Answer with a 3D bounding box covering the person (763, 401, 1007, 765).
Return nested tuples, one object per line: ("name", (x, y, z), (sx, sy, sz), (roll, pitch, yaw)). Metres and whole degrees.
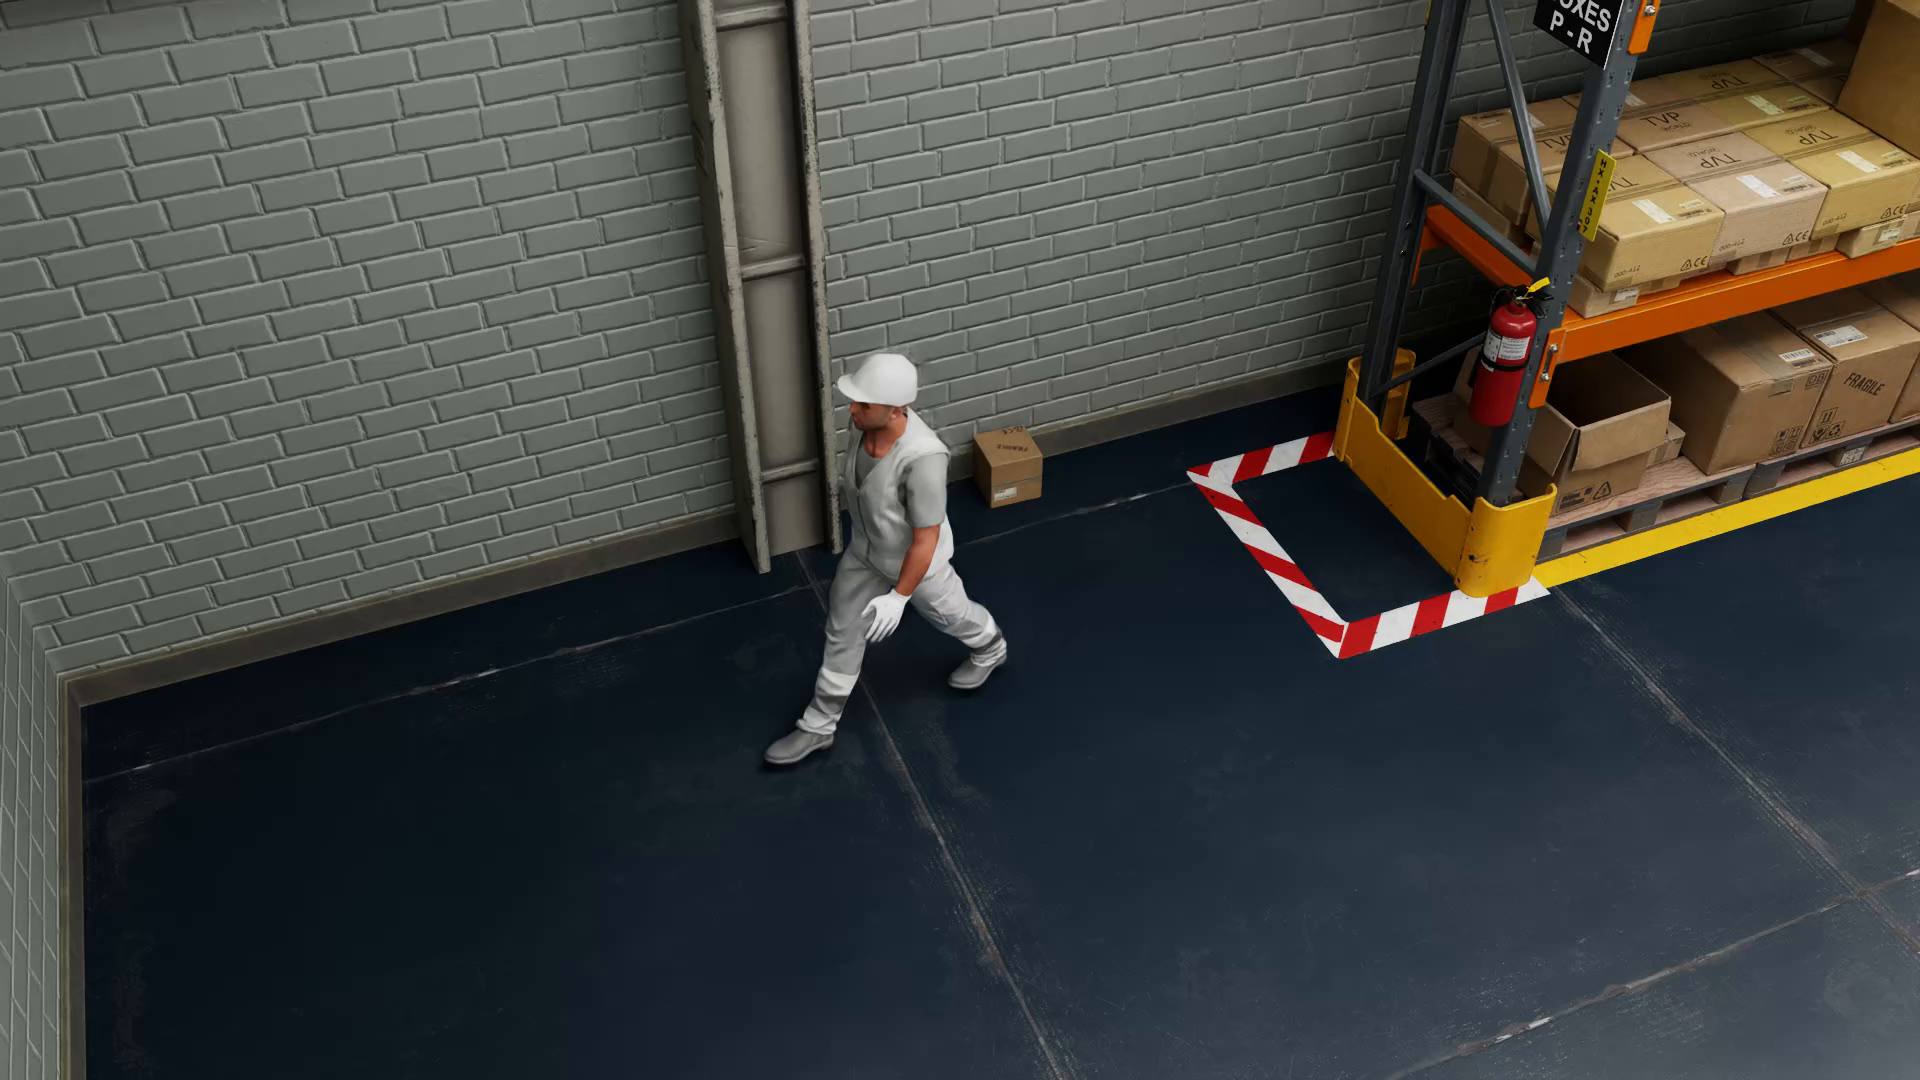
("person", (-0.269, 0.079, 6.085), (1.092, 1.679, 0.559), (-29, 49, -29))
